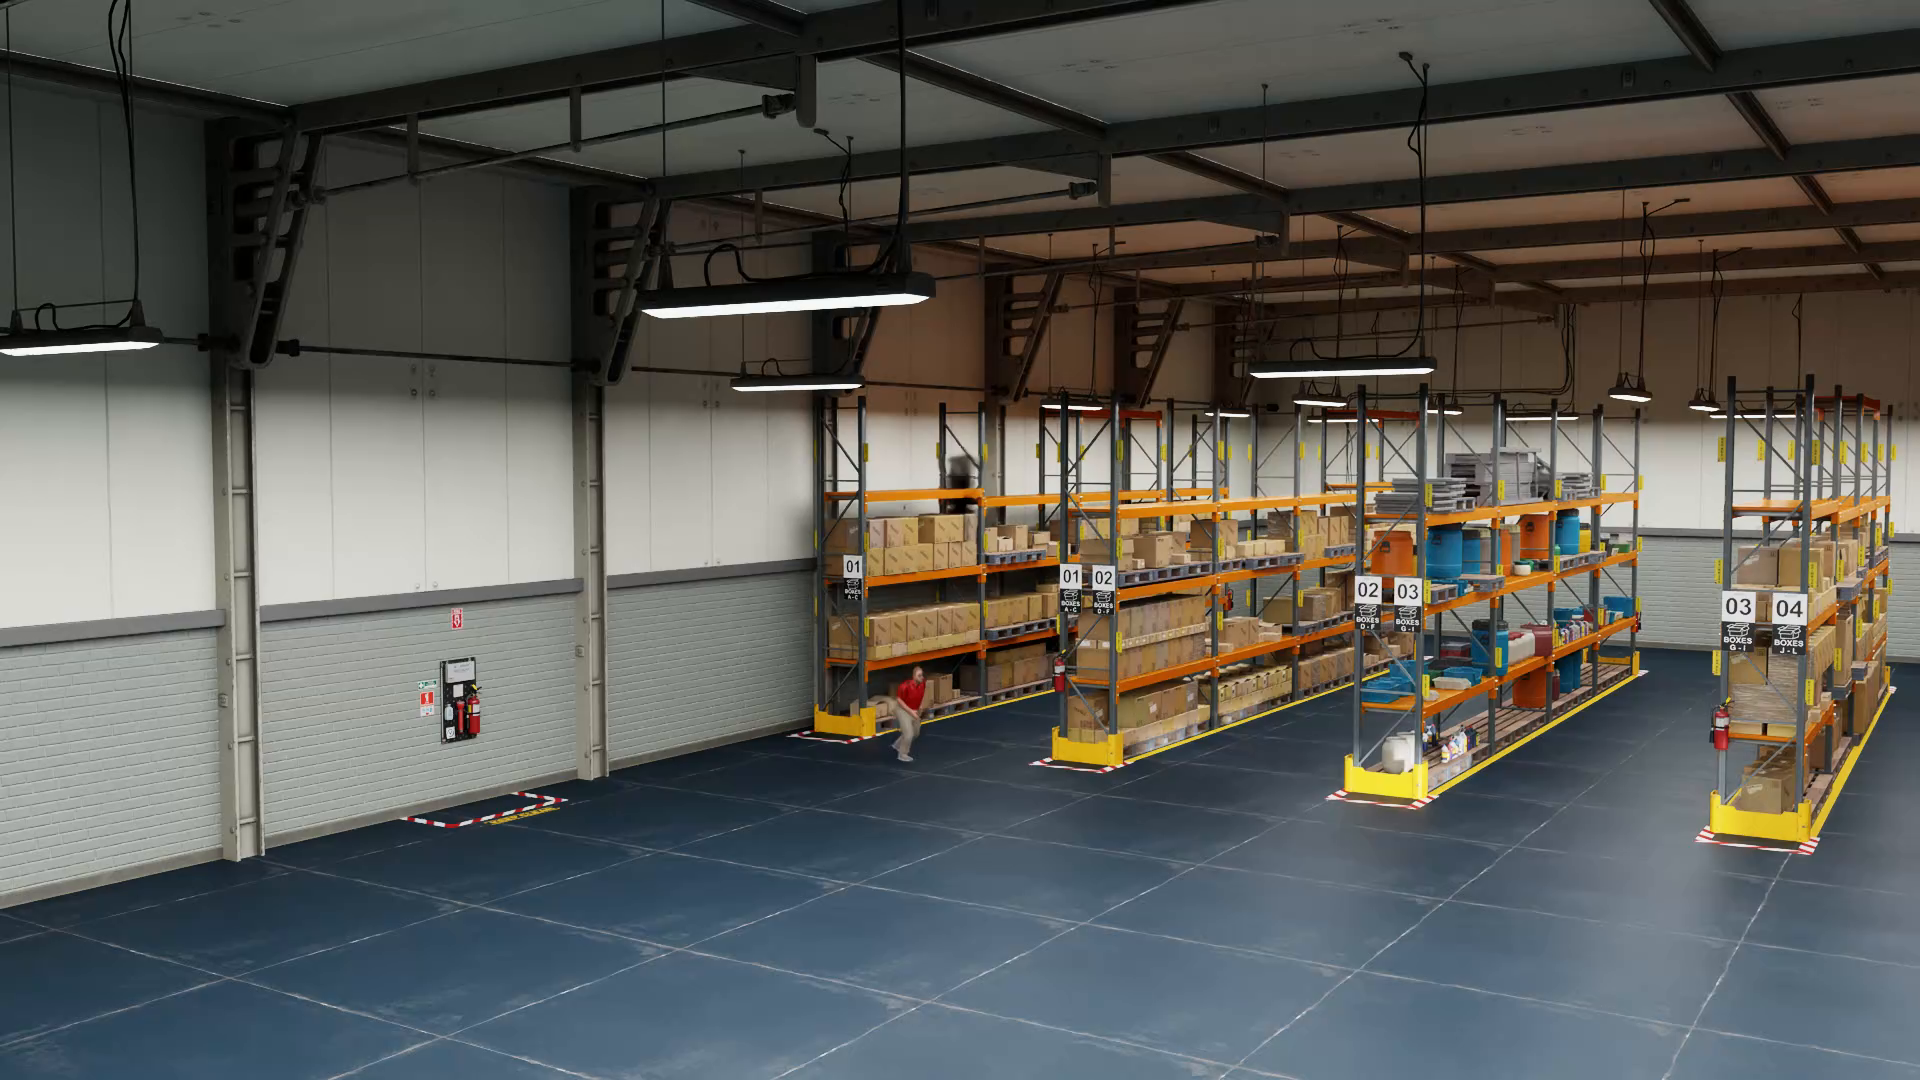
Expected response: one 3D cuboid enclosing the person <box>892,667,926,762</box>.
[{"bbox_3d":[-0.856,2.805,26.958,0.878,1.574,0.668,3,4,42],"label":"person"}]
